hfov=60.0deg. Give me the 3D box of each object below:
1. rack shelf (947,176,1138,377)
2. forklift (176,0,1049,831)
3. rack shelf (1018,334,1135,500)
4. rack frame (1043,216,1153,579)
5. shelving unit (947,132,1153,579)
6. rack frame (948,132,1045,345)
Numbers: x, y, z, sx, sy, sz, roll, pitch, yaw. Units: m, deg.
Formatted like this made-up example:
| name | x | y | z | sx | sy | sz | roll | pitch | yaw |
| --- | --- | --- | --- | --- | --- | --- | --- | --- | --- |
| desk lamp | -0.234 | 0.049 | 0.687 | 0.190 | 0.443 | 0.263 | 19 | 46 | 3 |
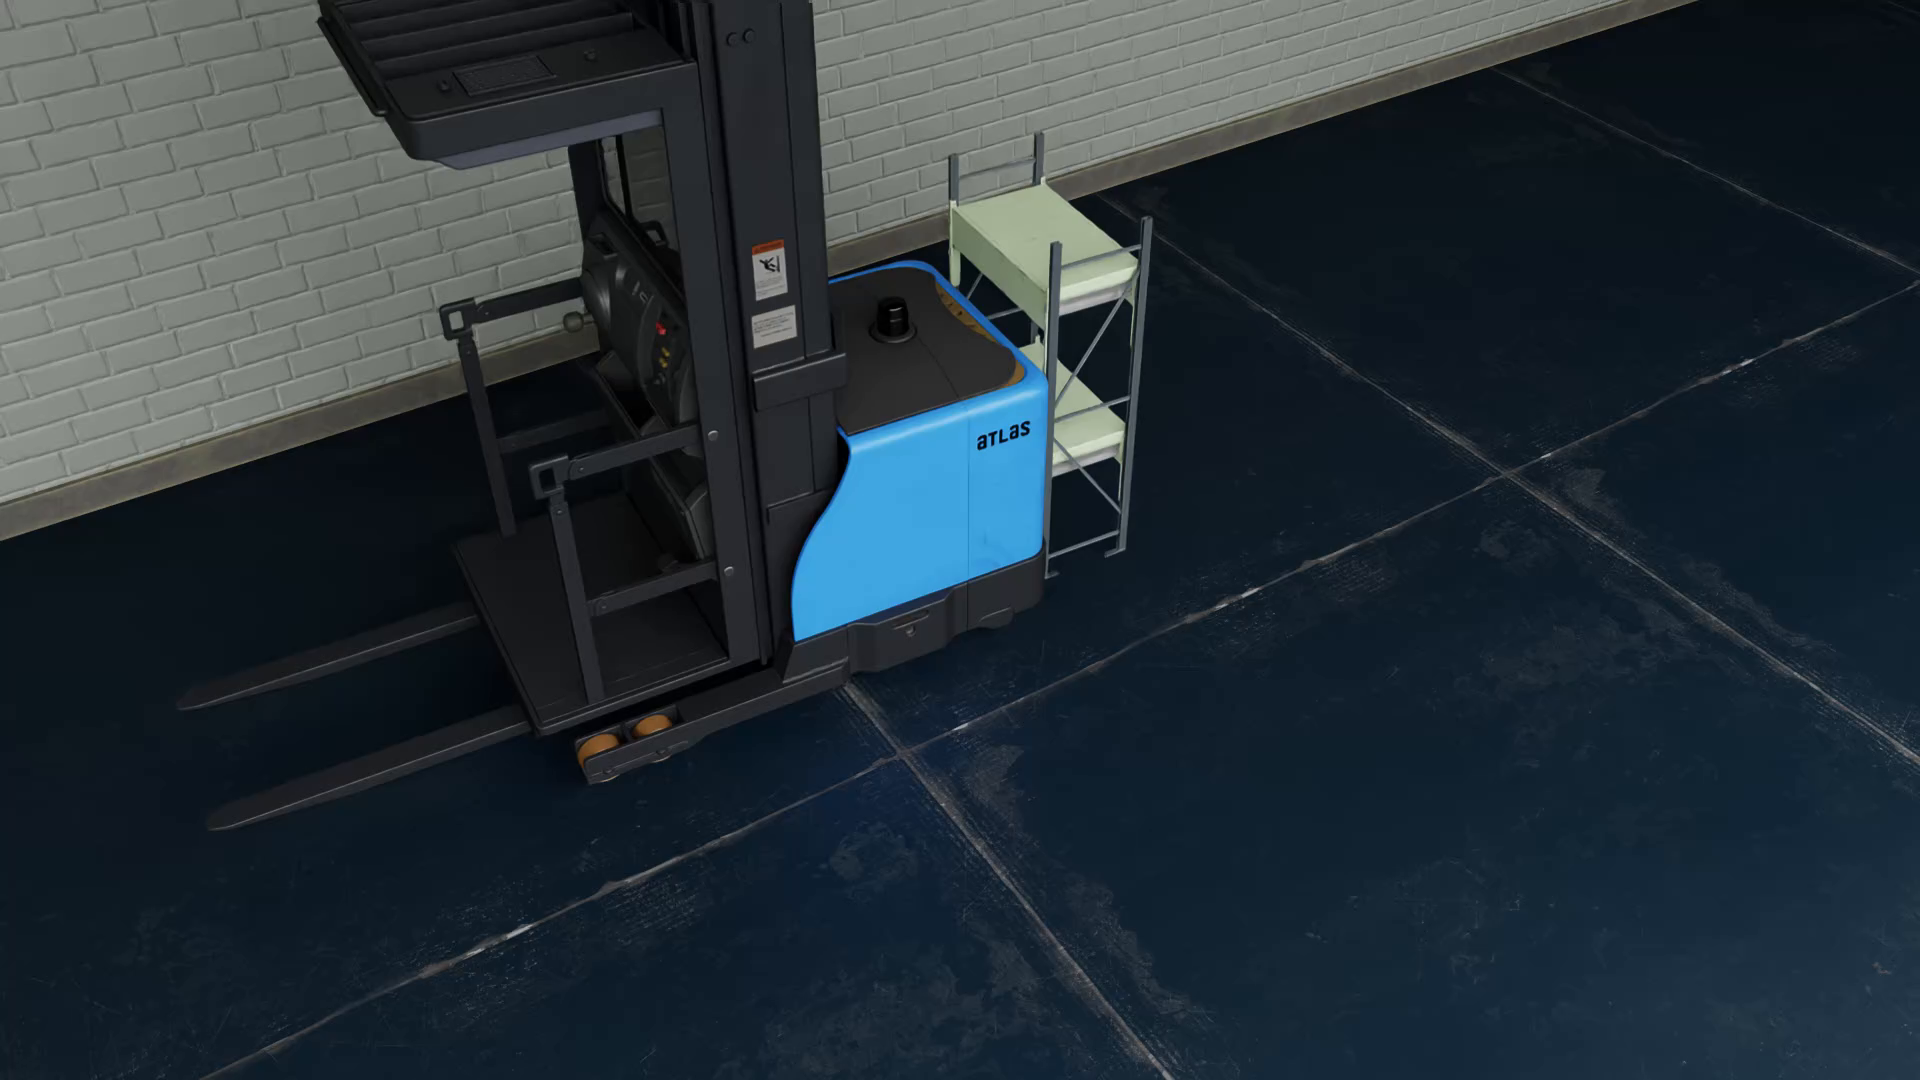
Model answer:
| name | x | y | z | sx | sy | sz | roll | pitch | yaw |
| --- | --- | --- | --- | --- | --- | --- | --- | --- | --- |
| rack shelf | 0.311 | -0.986 | 6.152 | 0.431 | 0.370 | 0.720 | -19 | 43 | -21 |
| forklift | -1.220 | -0.679 | 5.275 | 3.031 | 2.935 | 1.130 | -19 | 43 | -21 |
| rack shelf | 0.311 | -0.436 | 6.610 | 0.431 | 0.370 | 0.720 | -19 | 43 | -21 |
| rack frame | 0.486 | -0.480 | 6.155 | 0.400 | 1.500 | 0.023 | -19 | 43 | -21 |
| shelving unit | 0.311 | -0.686 | 6.402 | 0.431 | 1.500 | 0.755 | -19 | 43 | -21 |
| rack frame | 0.137 | -0.892 | 6.649 | 0.400 | 1.500 | 0.023 | -19 | 43 | -21 |
